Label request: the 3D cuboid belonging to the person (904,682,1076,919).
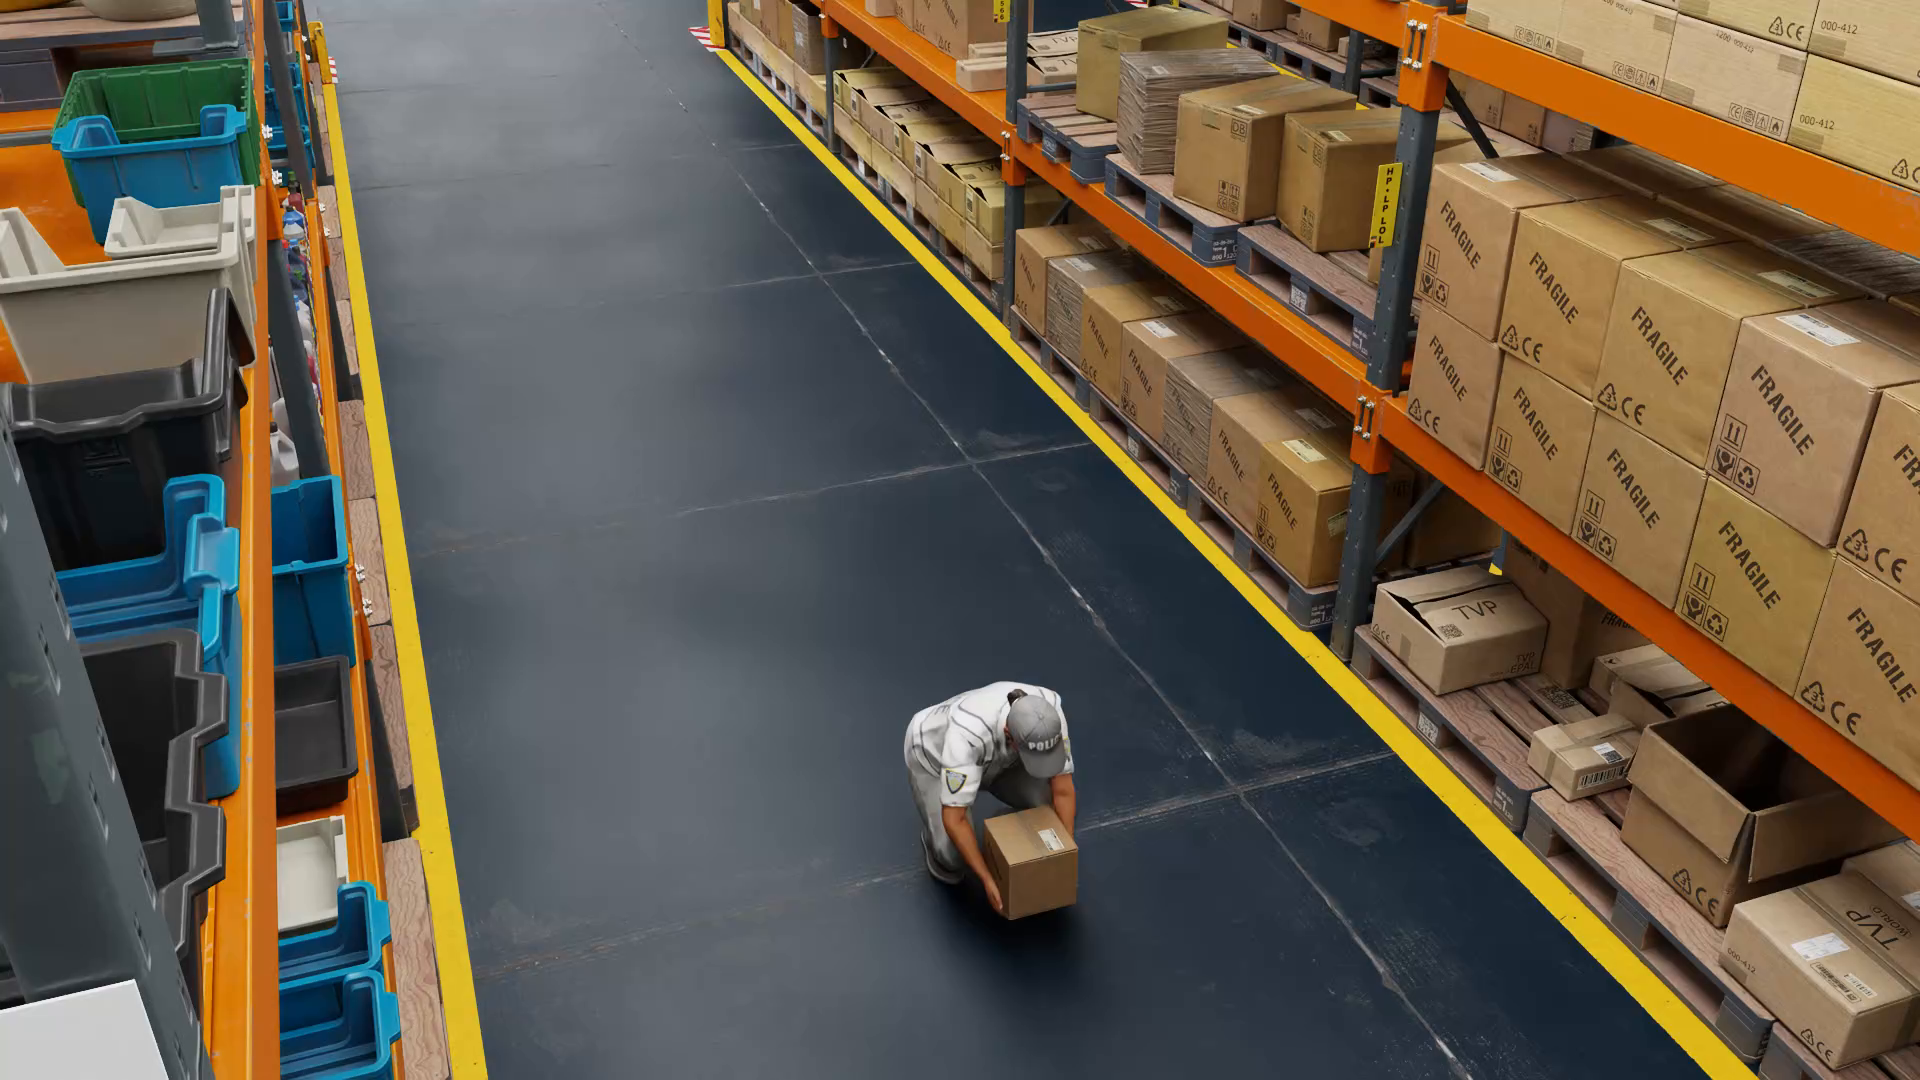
[{"bbox_3d":[0.110,0.832,5.930,0.516,0.937,0.846,-10,32,-17],"label":"person"}]
